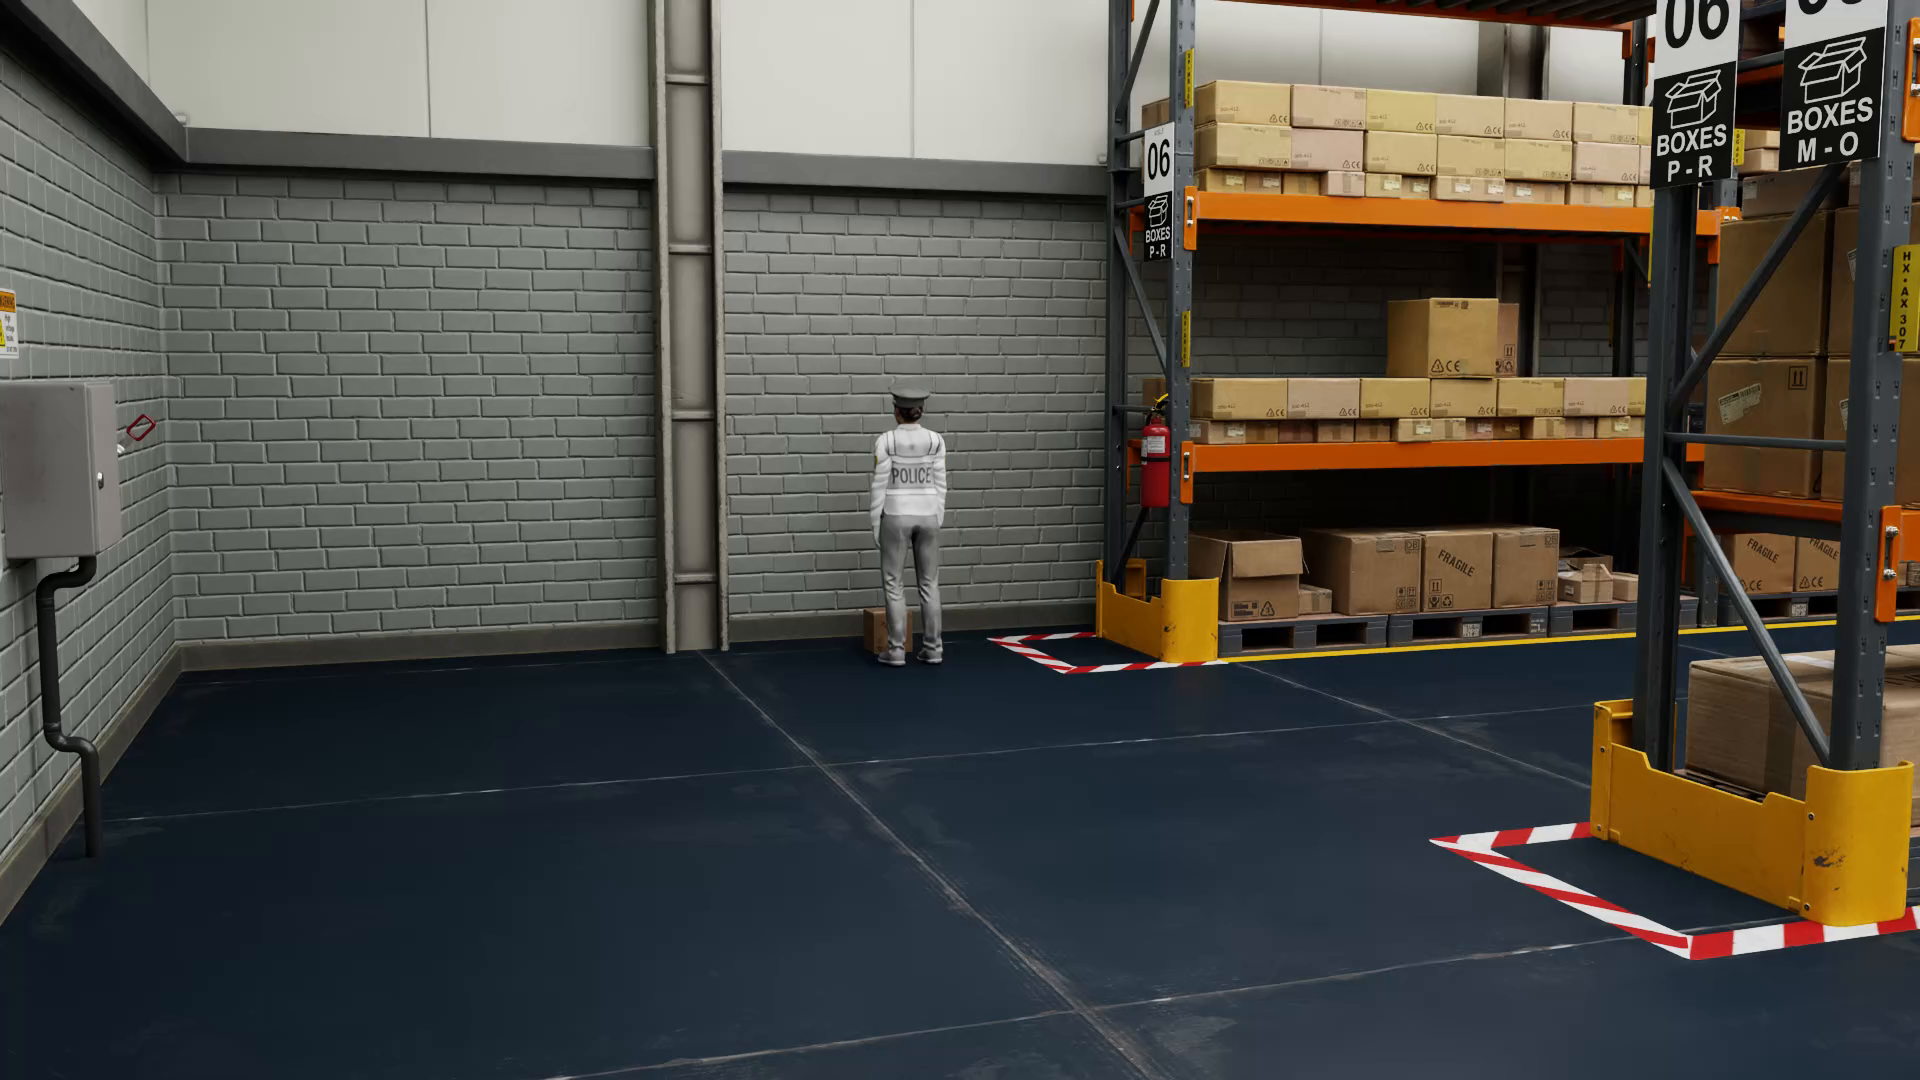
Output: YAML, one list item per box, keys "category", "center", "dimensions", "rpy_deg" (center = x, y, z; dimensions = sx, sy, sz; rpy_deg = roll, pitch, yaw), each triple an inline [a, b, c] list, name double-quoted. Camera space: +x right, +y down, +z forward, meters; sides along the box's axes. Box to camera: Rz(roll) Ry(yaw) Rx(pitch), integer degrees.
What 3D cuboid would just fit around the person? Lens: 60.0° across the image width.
- category: "person"
  center: [-0.315, -0.093, 9.913]
  dimensions: [0.466, 1.679, 0.341]
  rpy_deg: [-2, 6, -17]
